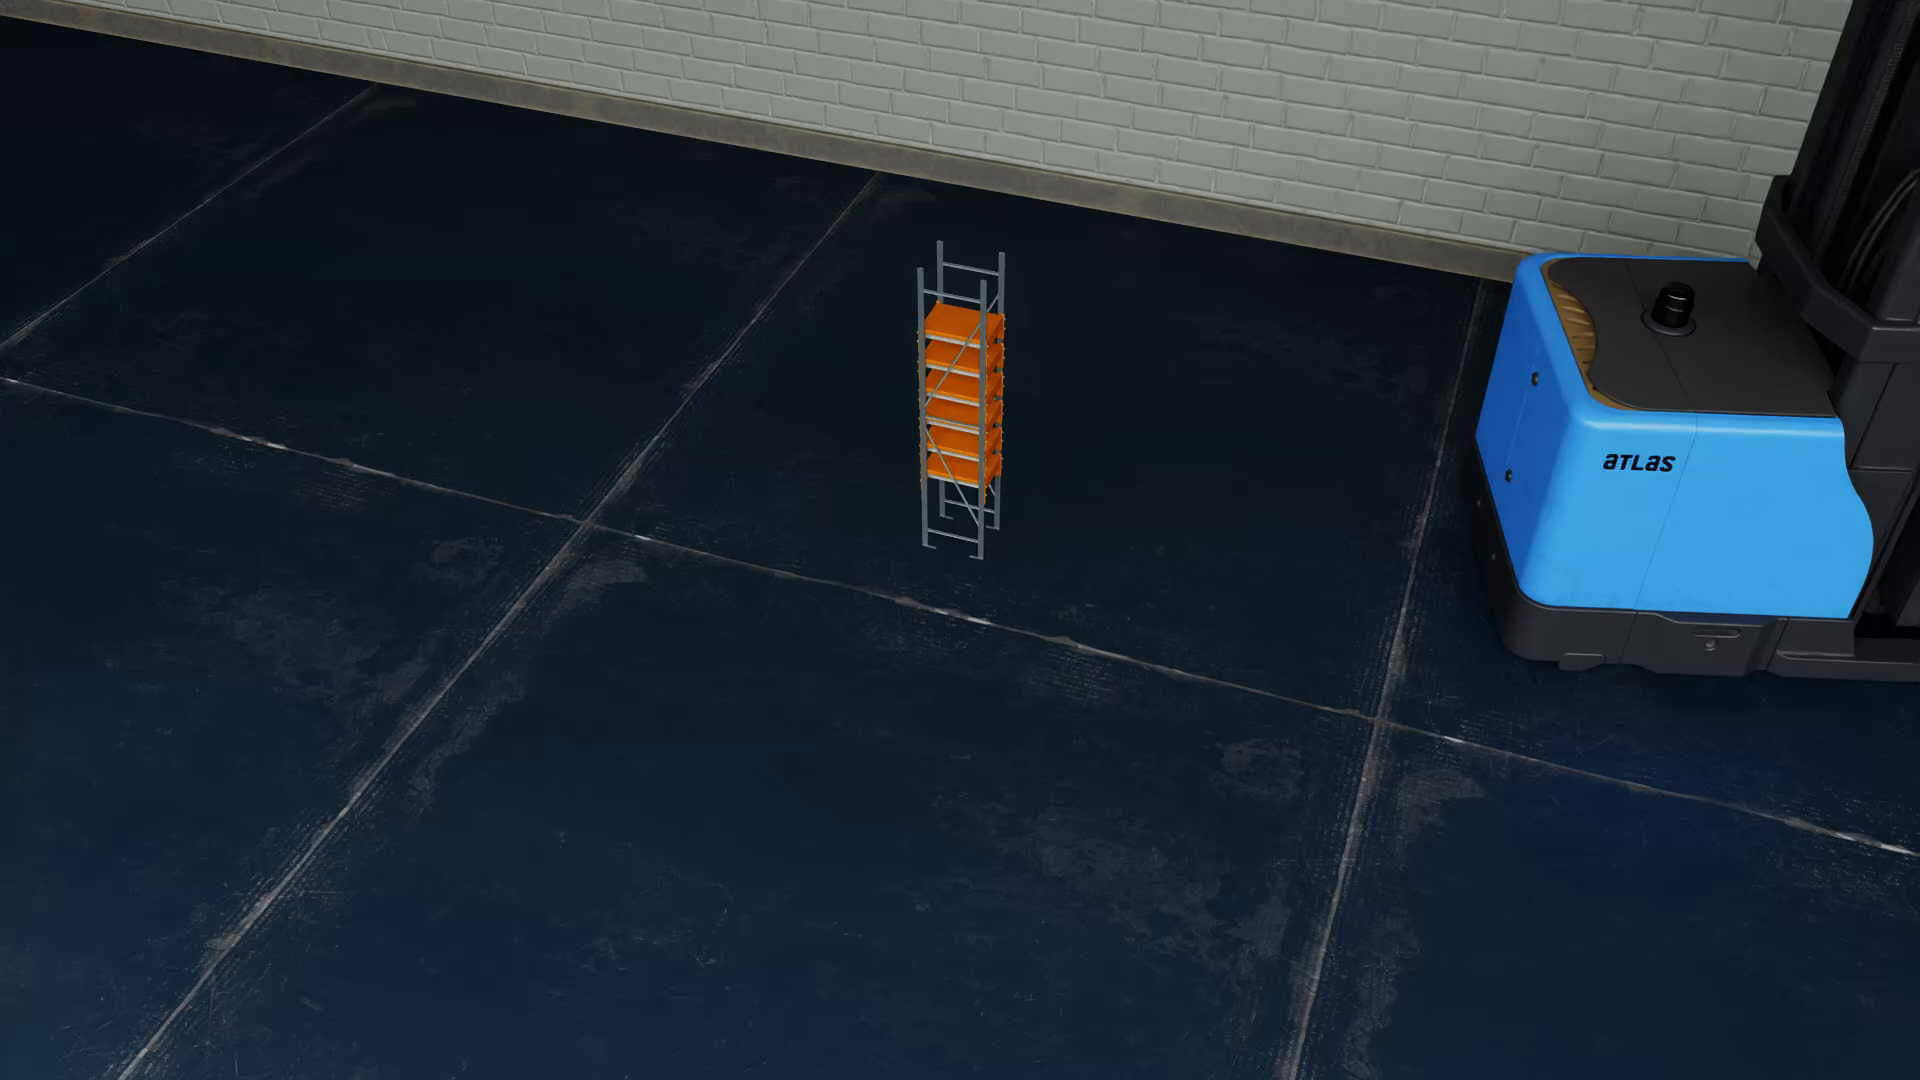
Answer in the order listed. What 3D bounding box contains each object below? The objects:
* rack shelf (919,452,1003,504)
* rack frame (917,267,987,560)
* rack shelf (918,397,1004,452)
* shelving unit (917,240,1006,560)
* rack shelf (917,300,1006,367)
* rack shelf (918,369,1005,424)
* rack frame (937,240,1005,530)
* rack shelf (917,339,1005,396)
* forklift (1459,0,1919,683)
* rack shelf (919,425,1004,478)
[{"bbox_3d":[0.005,-0.249,6.056,0.258,0.103,0.180,13,42,15],"label":"rack shelf"},{"bbox_3d":[-0.026,-0.409,5.806,0.240,1.200,0.006,13,42,15],"label":"rack frame"},{"bbox_3d":[0.005,-0.431,5.900,0.258,0.103,0.180,13,42,15],"label":"rack shelf"},{"bbox_3d":[0.005,-0.465,5.871,0.258,1.200,0.189,13,42,15],"label":"shelving unit"},{"bbox_3d":[0.005,-0.705,5.666,0.258,0.103,0.180,13,42,15],"label":"rack shelf"},{"bbox_3d":[0.005,-0.523,5.822,0.258,0.103,0.180,13,42,15],"label":"rack shelf"},{"bbox_3d":[0.036,-0.521,5.936,0.240,1.200,0.006,13,42,15],"label":"rack frame"},{"bbox_3d":[0.005,-0.614,5.744,0.258,0.103,0.180,13,42,15],"label":"rack shelf"},{"bbox_3d":[3.402,-0.933,5.086,3.031,2.935,1.130,2,41,3],"label":"forklift"},{"bbox_3d":[0.005,-0.340,5.978,0.258,0.103,0.180,13,42,15],"label":"rack shelf"}]
